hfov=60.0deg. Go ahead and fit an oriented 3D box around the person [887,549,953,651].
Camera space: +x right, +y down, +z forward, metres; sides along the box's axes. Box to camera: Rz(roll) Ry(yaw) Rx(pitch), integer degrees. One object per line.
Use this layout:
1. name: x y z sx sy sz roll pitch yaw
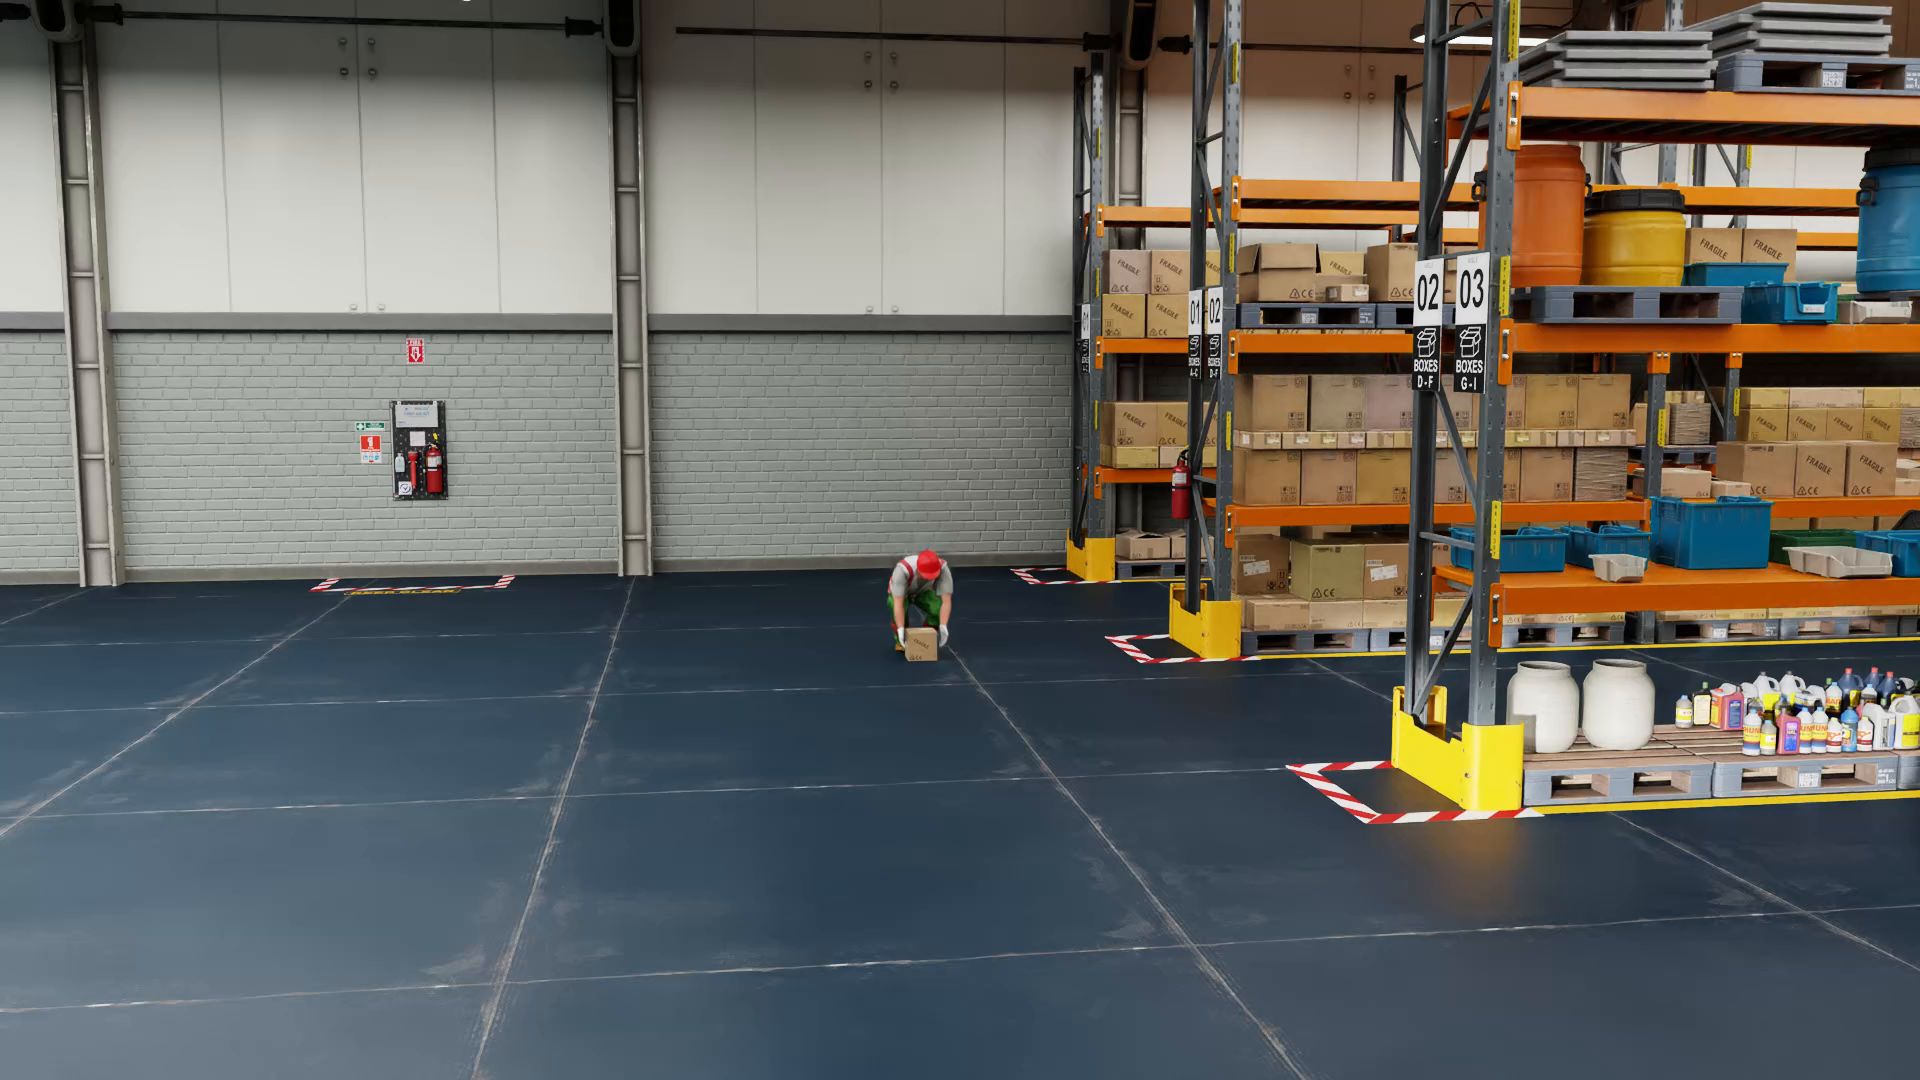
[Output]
1. person: -0.360 0.520 14.735 0.565 0.954 0.883 -1 6 -9
